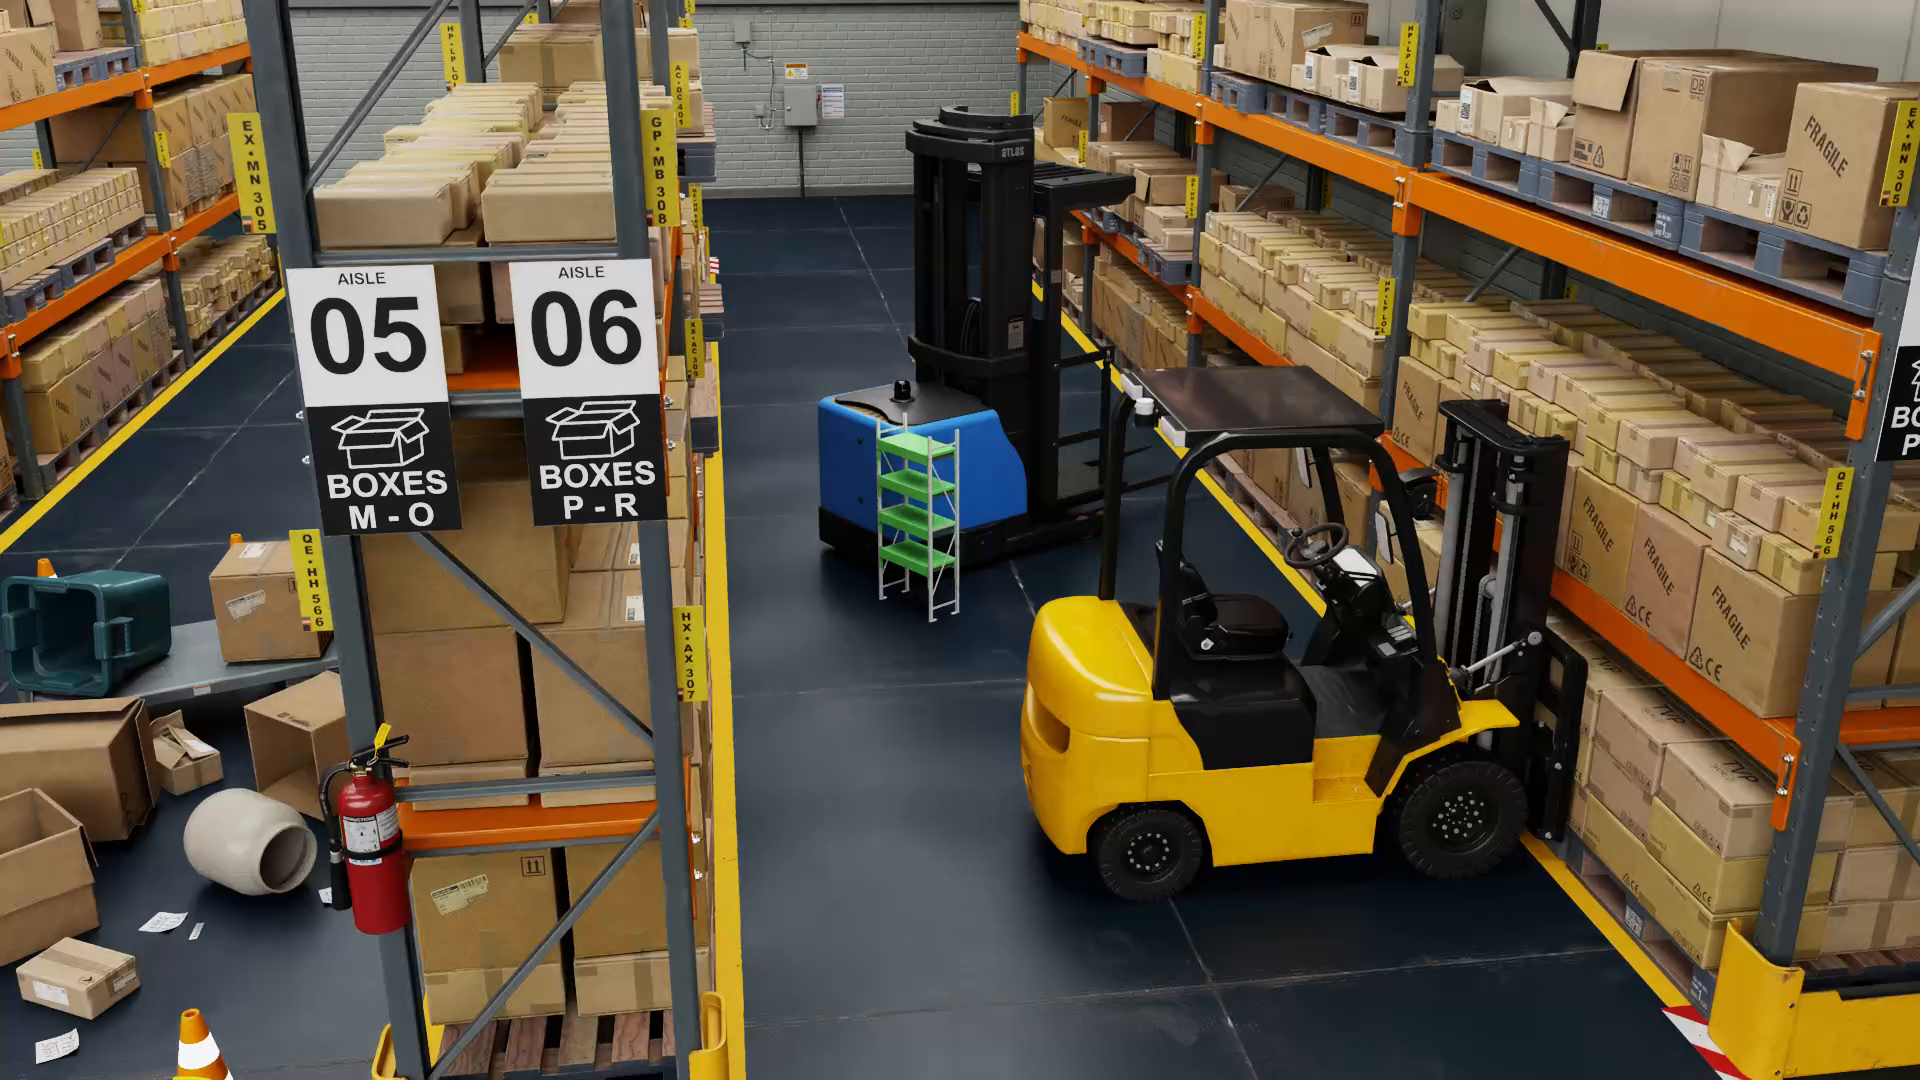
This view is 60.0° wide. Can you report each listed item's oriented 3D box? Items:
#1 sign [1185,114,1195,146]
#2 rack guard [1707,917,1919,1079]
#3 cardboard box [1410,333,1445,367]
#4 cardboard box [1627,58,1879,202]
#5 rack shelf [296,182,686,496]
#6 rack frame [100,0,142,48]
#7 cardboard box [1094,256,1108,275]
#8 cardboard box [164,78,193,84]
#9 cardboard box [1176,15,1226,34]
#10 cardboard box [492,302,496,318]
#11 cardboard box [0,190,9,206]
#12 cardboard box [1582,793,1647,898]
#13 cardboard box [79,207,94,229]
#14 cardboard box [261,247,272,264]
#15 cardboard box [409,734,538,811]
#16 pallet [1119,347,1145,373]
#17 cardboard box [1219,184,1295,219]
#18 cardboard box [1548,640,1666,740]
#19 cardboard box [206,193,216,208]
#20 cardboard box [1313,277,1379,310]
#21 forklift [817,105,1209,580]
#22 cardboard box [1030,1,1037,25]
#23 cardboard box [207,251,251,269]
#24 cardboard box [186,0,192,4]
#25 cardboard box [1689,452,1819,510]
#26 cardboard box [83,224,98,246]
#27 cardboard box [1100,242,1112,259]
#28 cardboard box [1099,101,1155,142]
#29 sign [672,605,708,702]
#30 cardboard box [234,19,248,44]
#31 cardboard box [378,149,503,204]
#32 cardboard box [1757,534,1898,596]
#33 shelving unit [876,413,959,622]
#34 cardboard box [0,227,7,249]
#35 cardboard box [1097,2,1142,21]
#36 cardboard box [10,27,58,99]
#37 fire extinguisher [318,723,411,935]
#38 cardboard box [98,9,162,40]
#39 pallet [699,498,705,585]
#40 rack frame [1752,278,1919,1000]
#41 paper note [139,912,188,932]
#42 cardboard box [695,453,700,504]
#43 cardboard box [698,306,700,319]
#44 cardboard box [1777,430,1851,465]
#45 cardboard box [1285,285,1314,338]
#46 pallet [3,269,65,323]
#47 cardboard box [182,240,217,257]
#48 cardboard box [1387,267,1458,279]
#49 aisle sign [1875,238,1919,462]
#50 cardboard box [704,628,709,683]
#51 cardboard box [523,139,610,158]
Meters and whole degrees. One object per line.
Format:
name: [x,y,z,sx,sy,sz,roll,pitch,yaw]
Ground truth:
sign: [2.342,-4.186,16.982,0.100,0.325,0.005,-3,21,-8]
rack guard: [3.526,1.720,6.397,1.175,0.500,0.348,-3,21,-8]
cardboard box: [2.732,-1.072,9.228,0.380,0.149,0.250,-3,21,-9]
cardboard box: [3.169,-1.656,6.689,0.700,0.500,0.500,-3,21,-7]
rack shelf: [-1.677,-0.969,6.763,1.077,0.370,4.000,-3,21,-8]
rack frame: [-8.002,-5.888,14.621,1.000,3.000,0.127,-3,21,-8]
cardboard box: [1.581,-2.806,16.988,0.380,0.149,0.250,-2,21,-5]
cardboard box: [-8.698,-4.774,18.215,0.500,0.500,0.500,-2,21,-6]
cardboard box: [2.011,-4.271,13.796,0.380,0.149,0.250,-3,21,-9]
cardboard box: [-1.760,-0.874,5.841,0.380,0.149,0.250,-3,21,-7]
cardboard box: [-8.213,-2.829,13.911,0.380,0.149,0.250,-2,21,-6]
cardboard box: [3.080,1.312,7.245,0.500,0.250,0.500,-3,21,-8]
cardboard box: [-7.556,-2.712,14.025,0.380,0.149,0.250,-3,21,-8]
cardboard box: [-8.220,-3.295,19.301,0.380,0.149,0.250,-3,21,-9]
cardboard box: [-1.654,0.791,5.670,0.380,0.149,0.250,-2,21,-6]
pallet: [2.127,-1.605,15.712,1.003,0.211,1.213,-3,21,-8]
cardboard box: [2.450,-2.659,13.805,0.500,0.500,0.500,-2,21,-5]
cardboard box: [2.986,0.669,7.538,0.500,0.250,0.500,-3,21,-7]
cardboard box: [-7.957,-3.528,17.235,0.380,0.149,0.250,-2,21,-5]
cardboard box: [2.470,-1.562,10.542,0.380,0.149,0.250,-4,21,-9]
forklift: [0.497,-1.509,11.567,3.031,2.935,1.130,-15,25,-35]
cardboard box: [1.104,-6.131,19.347,0.500,0.250,0.500,-3,21,-7]
cardboard box: [-8.041,-3.076,18.289,0.380,0.149,0.250,-2,21,-6]
cardboard box: [-7.997,-5.494,16.782,0.380,0.149,0.250,-4,21,-9]
cardboard box: [3.132,-0.236,6.566,0.380,0.149,0.250,-2,21,-7]
cardboard box: [-7.558,-2.579,14.092,0.380,0.149,0.250,-2,21,-5]
cardboard box: [1.641,-2.949,16.944,0.380,0.149,0.250,-3,21,-9]
cardboard box: [1.842,-4.564,18.365,0.500,0.500,0.500,-3,21,-9]
sign: [-0.852,0.359,5.230,0.100,0.325,0.005,-3,21,-8]
cardboard box: [-8.251,-5.654,18.494,0.500,0.250,0.500,-3,21,-9]
cardboard box: [-1.769,-1.240,5.682,0.380,0.149,0.250,-3,21,-7]
cardboard box: [3.196,0.084,6.135,0.380,0.149,0.250,-3,21,-7]
shelving unit: [-0.262,-0.143,10.383,0.258,1.200,0.503,-17,27,-39]
cardboard box: [-7.301,-2.222,12.287,0.380,0.149,0.250,-3,21,-8]
cardboard box: [1.506,-4.980,15.668,0.380,0.149,0.250,-3,21,-9]
cardboard box: [-7.401,-3.702,12.910,0.500,0.500,0.500,-3,21,-8]
fire extinguisher: [-1.828,0.891,5.153,0.296,0.674,0.183,-3,21,-8]
cardboard box: [-7.834,-4.826,15.563,0.500,0.250,0.500,-2,21,-6]
pallet: [-2.258,0.021,11.359,1.003,0.211,1.213,-3,21,-8]
rack frame: [3.523,0.540,5.982,1.000,3.000,0.127,-3,21,-8]
paper note: [-3.469,1.660,7.245,0.148,0.019,0.142,4,21,11]
cardboard box: [-2.356,-0.492,11.903,0.950,0.372,0.625,-3,21,-9]
cardboard box: [-1.989,-1.599,11.469,0.380,0.149,0.250,-3,21,-7]
cardboard box: [3.608,-0.346,6.861,0.380,0.149,0.250,-3,21,-7]
cardboard box: [2.473,-1.521,11.000,0.500,0.250,0.500,-3,21,-7]
pallet: [-7.634,-1.845,12.642,1.213,0.211,1.003,-3,21,-8]
cardboard box: [-8.681,-3.315,18.929,0.380,0.149,0.250,-3,21,-7]
cardboard box: [3.018,-1.685,10.869,0.380,0.149,0.250,-3,21,-8]
aisle sign: [3.242,-0.640,5.427,0.394,0.787,0.004,-3,21,-8]
cardboard box: [-1.614,0.690,8.912,0.500,0.250,0.500,-2,21,-5]
cardboard box: [-1.358,-1.350,5.976,0.380,0.149,0.250,-3,21,-8]
